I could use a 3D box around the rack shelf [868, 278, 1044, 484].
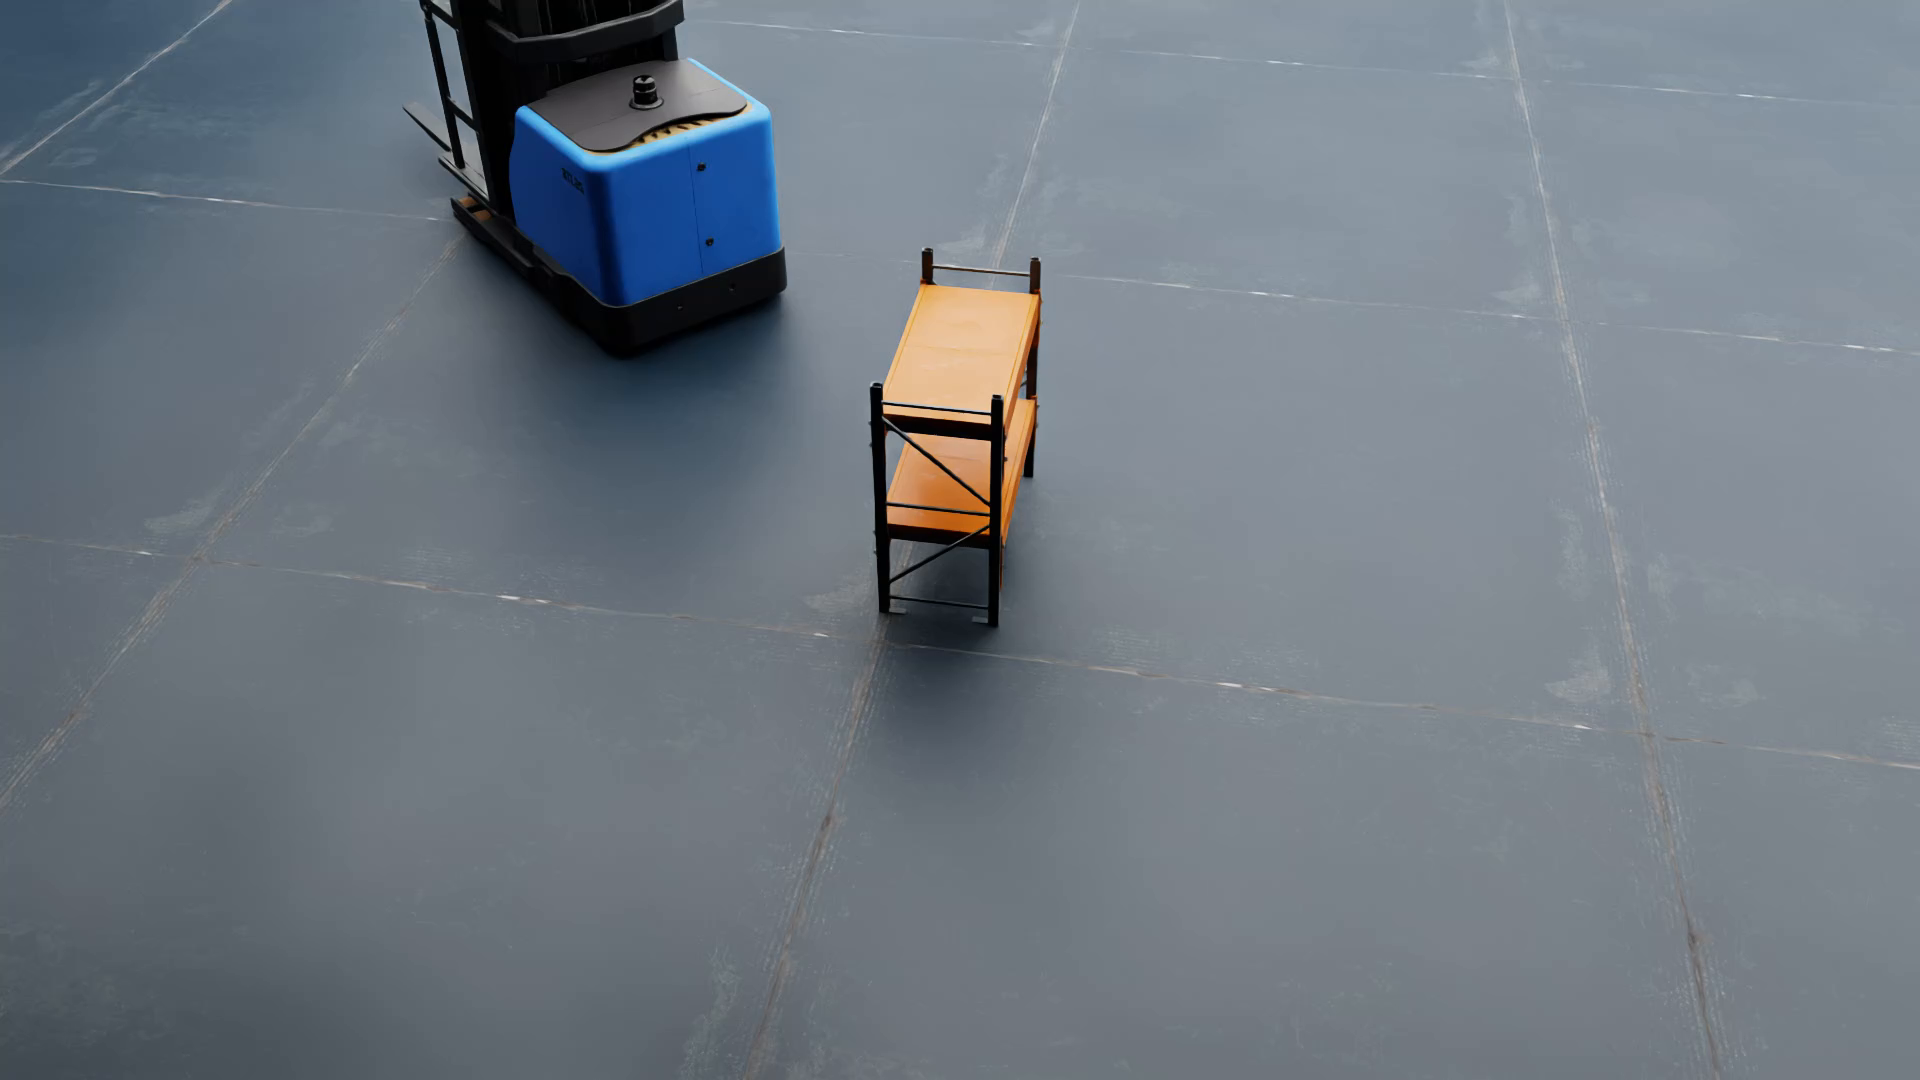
[{"bbox_3d":[0.001,-0.663,6.710,0.538,0.278,1.000,6,40,8],"label":"rack shelf"}]

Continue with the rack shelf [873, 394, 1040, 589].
[{"bbox_3d":[0.001,-0.249,7.053,0.538,0.278,1.000,6,40,8],"label":"rack shelf"}]

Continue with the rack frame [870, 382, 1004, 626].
[{"bbox_3d":[-0.087,-0.119,6.511,0.500,1.125,0.032,6,40,8],"label":"rack frame"}]

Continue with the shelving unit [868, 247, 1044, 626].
[{"bbox_3d":[0.001,-0.438,6.897,0.538,1.125,1.048,6,40,8],"label":"shelving unit"}]

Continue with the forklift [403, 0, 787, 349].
[{"bbox_3d":[-2.202,-2.969,8.540,1.130,2.935,3.031,-26,46,-28],"label":"forklift"}]

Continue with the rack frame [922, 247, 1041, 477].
[{"bbox_3d":[0.089,-0.757,7.283,0.500,1.125,0.032,6,40,8],"label":"rack frame"}]
